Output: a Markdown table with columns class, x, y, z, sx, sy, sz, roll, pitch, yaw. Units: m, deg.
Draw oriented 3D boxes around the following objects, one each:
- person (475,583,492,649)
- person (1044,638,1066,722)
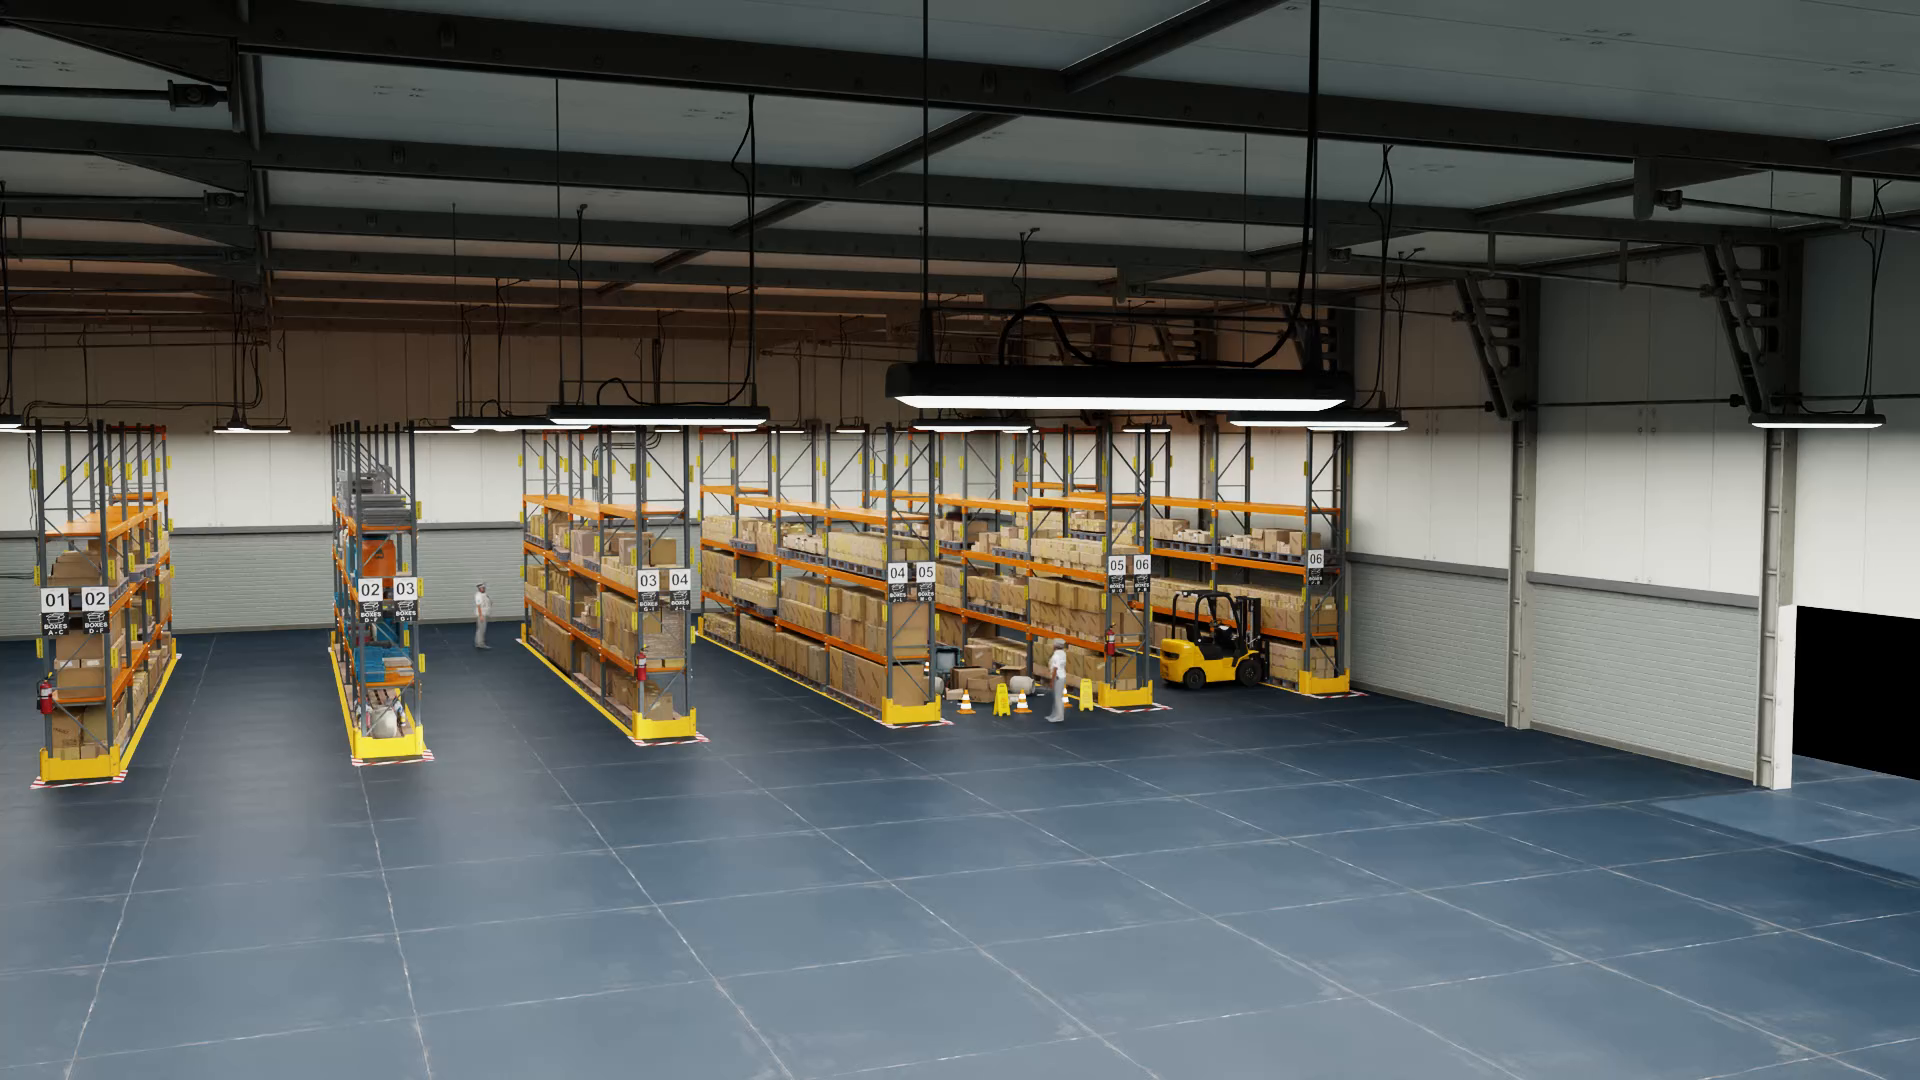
| class | x | y | z | sx | sy | sz | roll | pitch | yaw |
| --- | --- | --- | --- | --- | --- | --- | --- | --- | --- |
| person | -12.878 | 2.038 | 44.968 | 0.435 | 1.782 | 0.596 | -1 | 4 | -14 |
| person | 1.905 | 2.799 | 33.371 | 0.431 | 1.693 | 0.522 | 0 | 4 | 3 |
